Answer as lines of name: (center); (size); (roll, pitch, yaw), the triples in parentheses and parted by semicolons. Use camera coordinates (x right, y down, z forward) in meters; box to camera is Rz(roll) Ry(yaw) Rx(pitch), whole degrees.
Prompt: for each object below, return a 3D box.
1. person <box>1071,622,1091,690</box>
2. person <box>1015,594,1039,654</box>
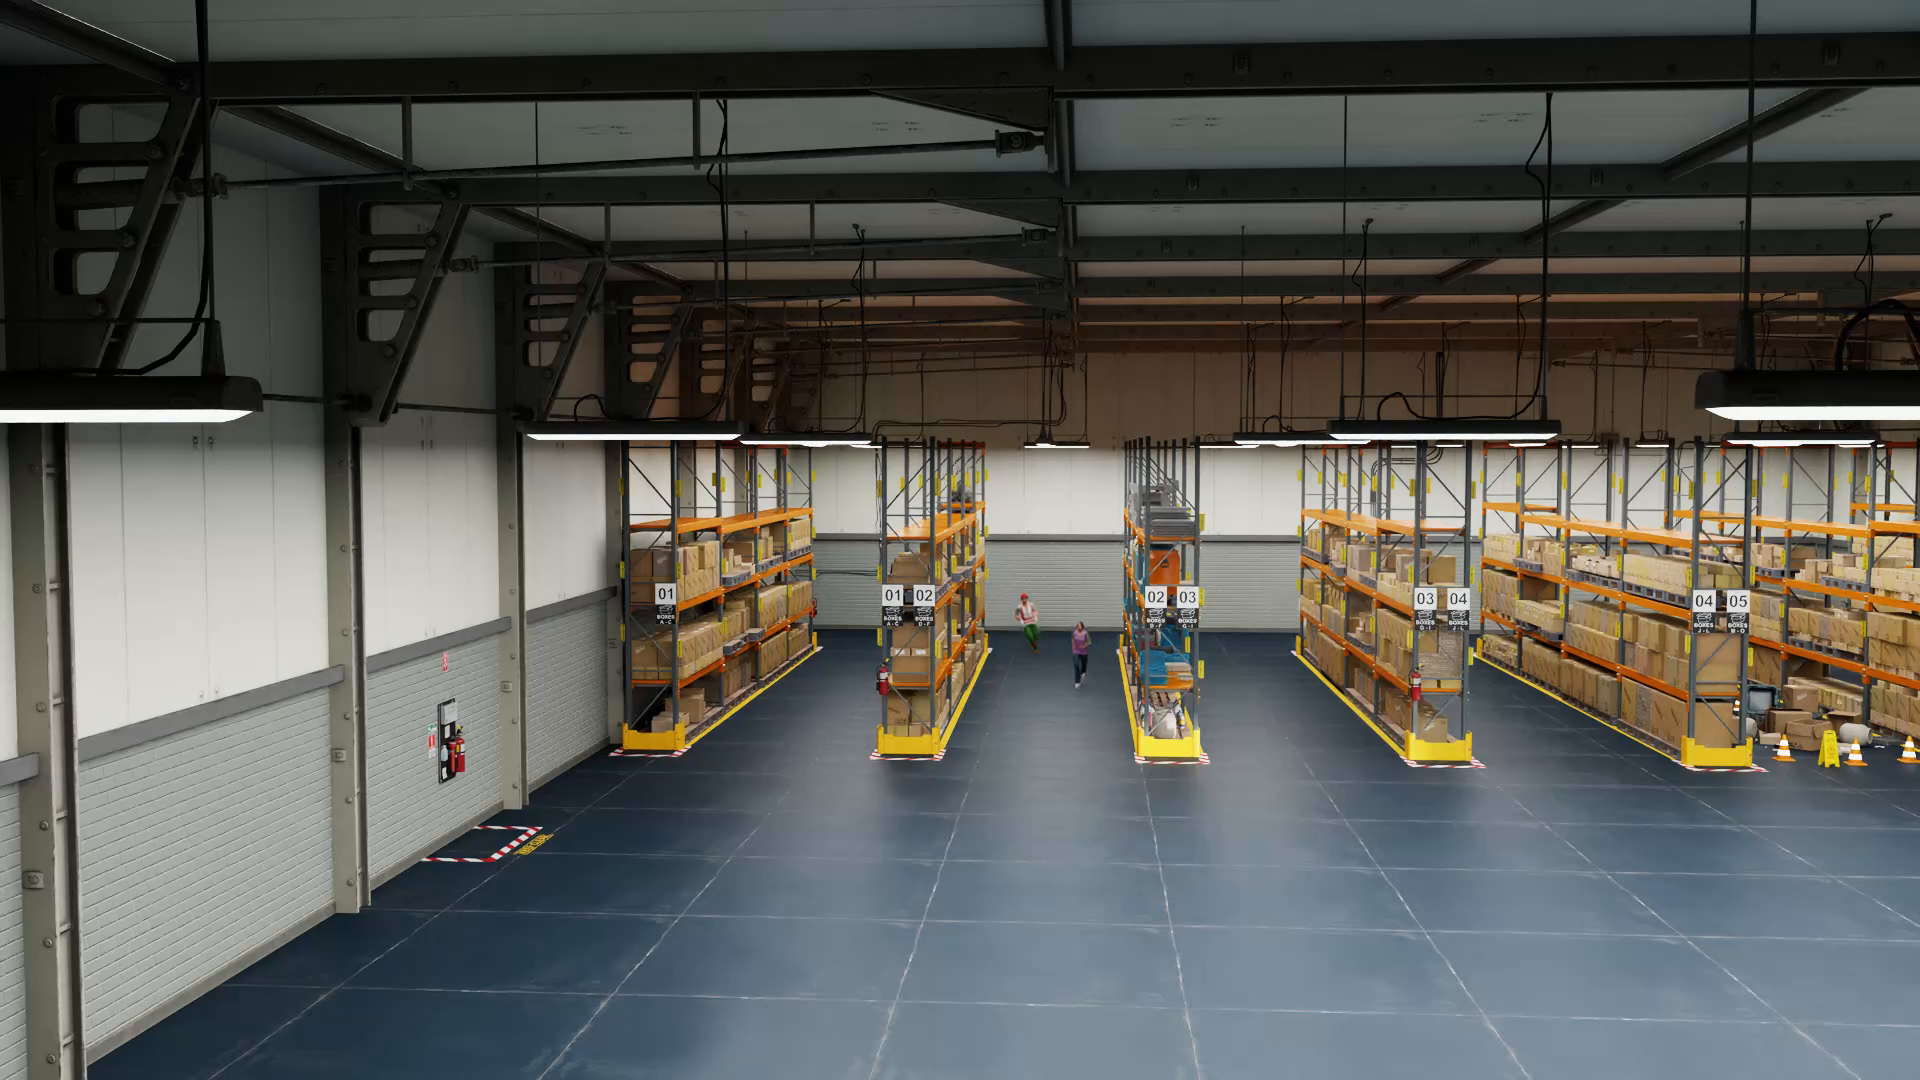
person: (2.948, 2.779, 40.391); (0.495, 1.616, 1.017); (0, 3, 6)
person: (1.890, 2.360, 47.147); (0.708, 1.693, 0.648); (-1, 3, -11)
